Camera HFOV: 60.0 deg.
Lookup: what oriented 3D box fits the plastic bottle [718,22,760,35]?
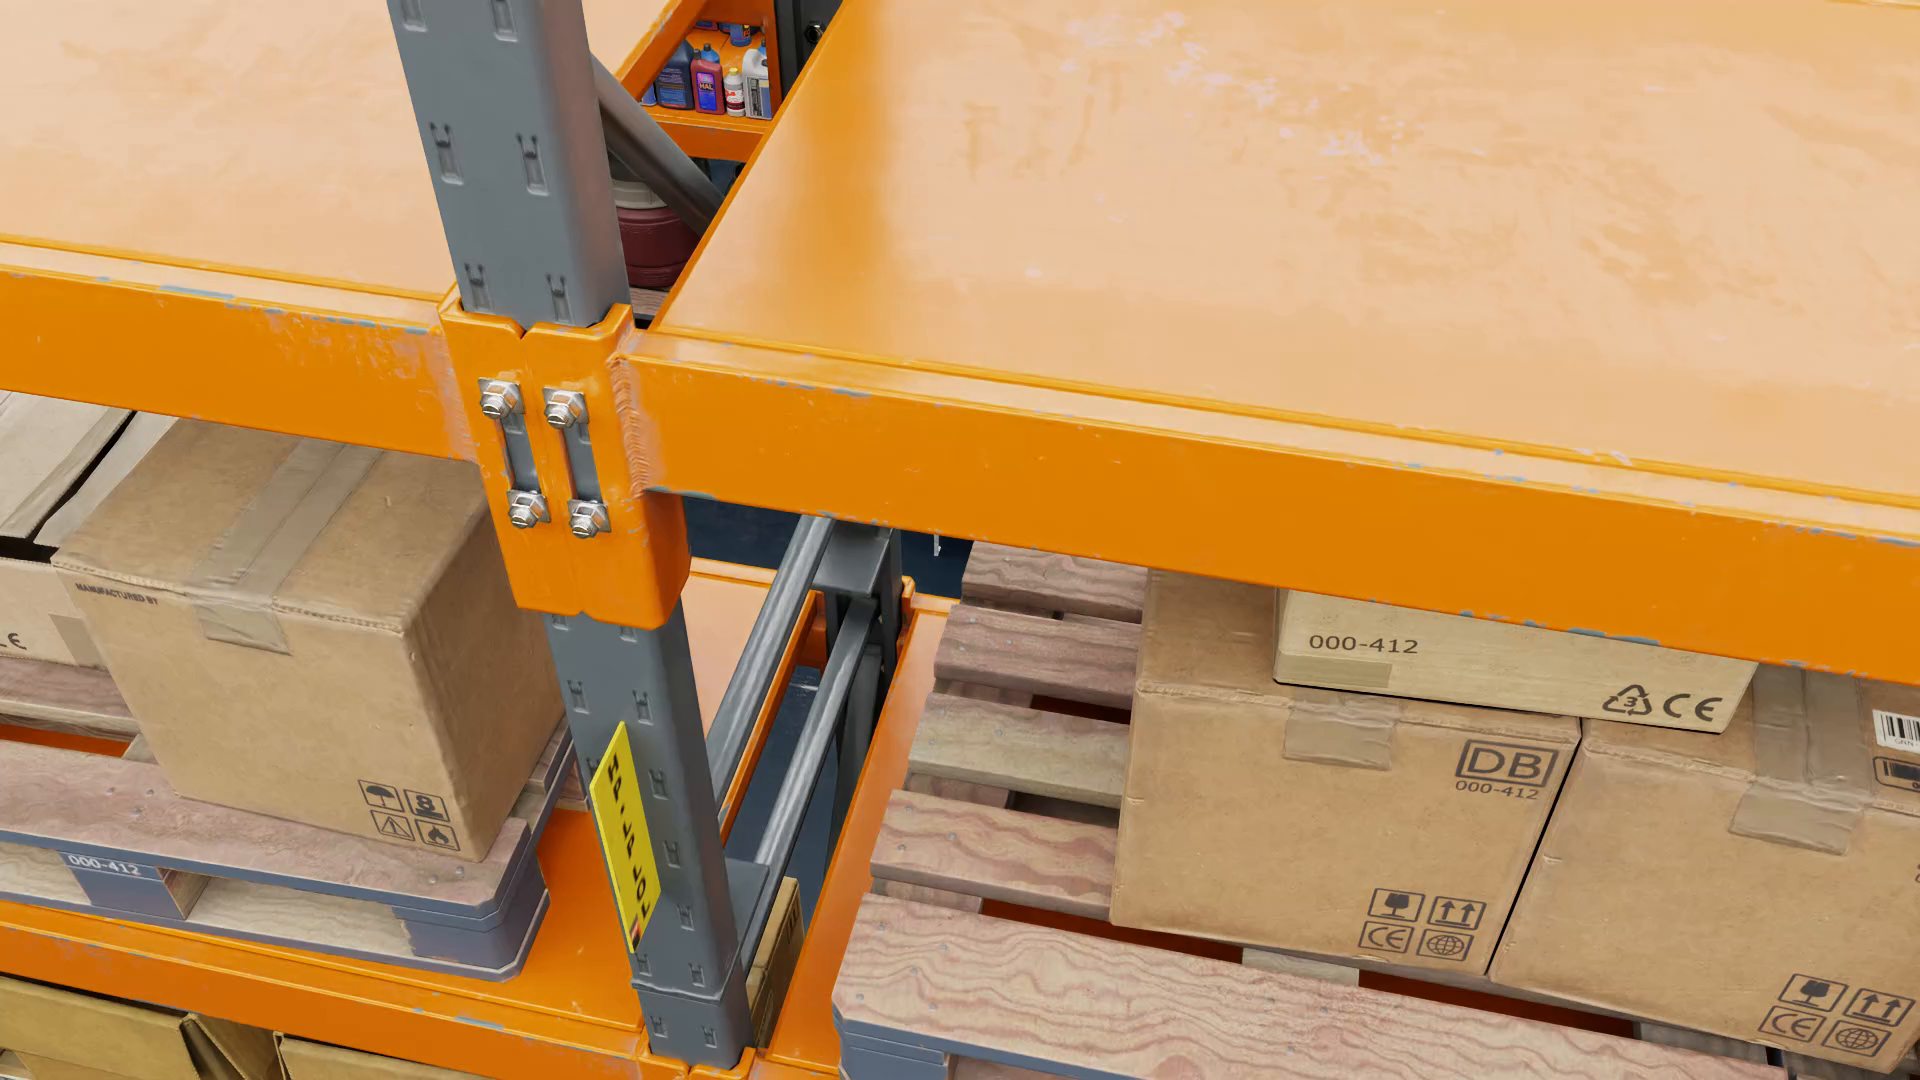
[{"bbox_3d":[-1.036,-2.535,7.716,0.185,0.351,0.144,9,45,9],"label":"plastic bottle"}]

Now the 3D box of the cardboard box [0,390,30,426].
[{"bbox_3d":[-1.694,-0.109,2.876,0.250,0.149,0.380,7,44,7],"label":"cardboard box"}]

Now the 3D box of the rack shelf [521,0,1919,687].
[{"bbox_3d":[1.678,-0.096,1.628,4.000,0.370,1.077,9,45,9],"label":"rack shelf"}]

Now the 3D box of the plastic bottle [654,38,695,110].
[{"bbox_3d":[-1.236,-2.060,7.222,0.185,0.351,0.144,9,45,9],"label":"plastic bottle"}]

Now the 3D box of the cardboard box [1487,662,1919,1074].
[{"bbox_3d":[1.027,0.217,2.211,0.500,0.500,0.700,11,45,11],"label":"cardboard box"}]

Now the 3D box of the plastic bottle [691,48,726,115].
[{"bbox_3d":[-1.090,-1.983,7.191,0.133,0.283,0.061,9,45,9],"label":"plastic bottle"}]

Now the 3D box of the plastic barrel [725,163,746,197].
[{"bbox_3d":[-0.942,-1.595,8.195,0.421,0.512,0.421,0,44,0],"label":"plastic barrel"}]

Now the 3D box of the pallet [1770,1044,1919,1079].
[{"bbox_3d":[1.709,0.628,2.296,1.213,0.211,1.003,9,45,9],"label":"pallet"}]

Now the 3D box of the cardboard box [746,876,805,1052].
[{"bbox_3d":[-0.668,1.084,3.848,0.500,0.500,0.500,9,45,9],"label":"cardboard box"}]

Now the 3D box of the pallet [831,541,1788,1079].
[{"bbox_3d":[0.522,0.441,2.489,1.213,0.211,1.003,9,45,9],"label":"pallet"}]

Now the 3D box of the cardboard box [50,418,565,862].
[{"bbox_3d":[-0.842,0.010,2.499,0.500,0.500,0.700,10,45,10],"label":"cardboard box"}]

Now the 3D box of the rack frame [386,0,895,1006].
[{"bbox_3d":[-0.274,-0.802,1.555,0.127,3.000,1.000,9,45,9],"label":"rack frame"}]

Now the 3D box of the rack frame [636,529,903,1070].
[{"bbox_3d":[-0.274,1.359,3.635,0.127,3.000,1.000,9,45,9],"label":"rack frame"}]

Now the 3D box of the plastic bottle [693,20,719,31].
[{"bbox_3d":[-1.195,-2.521,7.751,0.133,0.283,0.061,9,45,9],"label":"plastic bottle"}]

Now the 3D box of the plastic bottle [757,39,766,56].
[{"bbox_3d":[-0.845,-2.062,7.282,0.097,0.271,0.097,0,44,0],"label":"plastic bottle"}]

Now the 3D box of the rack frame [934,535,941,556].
[{"bbox_3d":[-0.077,-0.444,6.806,0.015,1.200,0.240,9,45,9],"label":"rack frame"}]

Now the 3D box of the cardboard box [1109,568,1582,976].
[{"bbox_3d":[0.503,0.133,2.299,0.500,0.500,0.700,6,44,7],"label":"cardboard box"}]

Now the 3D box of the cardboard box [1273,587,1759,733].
[{"bbox_3d":[0.642,-0.068,1.967,0.500,0.250,0.500,6,44,6],"label":"cardboard box"}]

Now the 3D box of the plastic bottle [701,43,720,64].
[{"bbox_3d":[-1.090,-2.035,7.254,0.097,0.271,0.097,0,44,0],"label":"plastic bottle"}]

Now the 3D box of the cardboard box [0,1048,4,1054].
[{"bbox_3d":[-2.176,0.675,3.550,0.637,0.503,0.797,10,45,10],"label":"cardboard box"}]

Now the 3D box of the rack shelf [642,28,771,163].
[{"bbox_3d":[-1.144,-2.036,7.682,4.000,0.370,1.077,9,45,9],"label":"rack shelf"}]

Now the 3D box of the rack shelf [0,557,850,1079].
[{"bbox_3d":[-2.226,0.235,3.159,4.000,0.370,1.077,9,45,9],"label":"rack shelf"}]

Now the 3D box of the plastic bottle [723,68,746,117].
[{"bbox_3d":[-0.973,-1.948,7.214,0.097,0.201,0.097,0,44,0],"label":"plastic bottle"}]

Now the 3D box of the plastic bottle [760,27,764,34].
[{"bbox_3d":[-0.893,-2.500,7.738,0.097,0.271,0.097,0,44,0],"label":"plastic bottle"}]

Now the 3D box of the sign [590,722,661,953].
[{"bbox_3d":[-0.383,0.347,1.923,0.005,0.325,0.100,9,45,9],"label":"sign"}]

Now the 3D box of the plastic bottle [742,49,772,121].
[{"bbox_3d":[-0.854,-1.976,7.190,0.135,0.276,0.152,9,45,9],"label":"plastic bottle"}]

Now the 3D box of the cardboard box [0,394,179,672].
[{"bbox_3d":[-1.325,-0.068,2.716,0.500,0.311,0.500,7,44,8],"label":"cardboard box"}]

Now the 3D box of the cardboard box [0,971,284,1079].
[{"bbox_3d":[-1.566,0.759,3.463,0.637,0.503,0.797,9,45,10],"label":"cardboard box"}]

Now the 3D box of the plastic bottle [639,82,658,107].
[{"bbox_3d":[-1.391,-2.059,7.276,0.135,0.276,0.152,9,45,9],"label":"plastic bottle"}]

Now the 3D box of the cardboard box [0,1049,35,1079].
[{"bbox_3d":[-1.783,1.283,3.642,0.500,0.500,0.500,8,45,9],"label":"cardboard box"}]

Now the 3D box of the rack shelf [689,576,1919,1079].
[{"bbox_3d":[1.678,0.840,2.530,4.000,0.370,1.077,9,45,9],"label":"rack shelf"}]

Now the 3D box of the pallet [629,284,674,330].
[{"bbox_3d":[-1.131,-1.316,8.425,1.213,0.211,1.003,9,45,9],"label":"pallet"}]

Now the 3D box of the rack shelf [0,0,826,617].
[{"bbox_3d":[-2.226,-0.702,2.257,4.000,0.370,1.077,9,45,9],"label":"rack shelf"}]

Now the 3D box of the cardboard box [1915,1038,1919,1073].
[{"bbox_3d":[1.506,0.393,2.029,0.500,0.500,0.700,11,45,11],"label":"cardboard box"}]

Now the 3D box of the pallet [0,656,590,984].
[{"bbox_3d":[-1.179,0.242,2.771,1.217,0.209,0.805,7,44,7],"label":"pallet"}]

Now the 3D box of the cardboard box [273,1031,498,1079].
[{"bbox_3d":[-0.899,0.871,3.347,0.637,0.503,0.797,8,44,8],"label":"cardboard box"}]

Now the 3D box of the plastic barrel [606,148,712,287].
[{"bbox_3d":[-1.513,-1.647,8.195,0.708,0.588,0.600,9,45,9],"label":"plastic barrel"}]

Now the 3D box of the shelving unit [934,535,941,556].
[{"bbox_3d":[0.162,-0.407,6.768,0.503,1.200,0.258,9,45,9],"label":"shelving unit"}]

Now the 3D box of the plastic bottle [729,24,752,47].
[{"bbox_3d":[-1.020,-2.418,7.652,0.097,0.271,0.097,0,44,0],"label":"plastic bottle"}]
